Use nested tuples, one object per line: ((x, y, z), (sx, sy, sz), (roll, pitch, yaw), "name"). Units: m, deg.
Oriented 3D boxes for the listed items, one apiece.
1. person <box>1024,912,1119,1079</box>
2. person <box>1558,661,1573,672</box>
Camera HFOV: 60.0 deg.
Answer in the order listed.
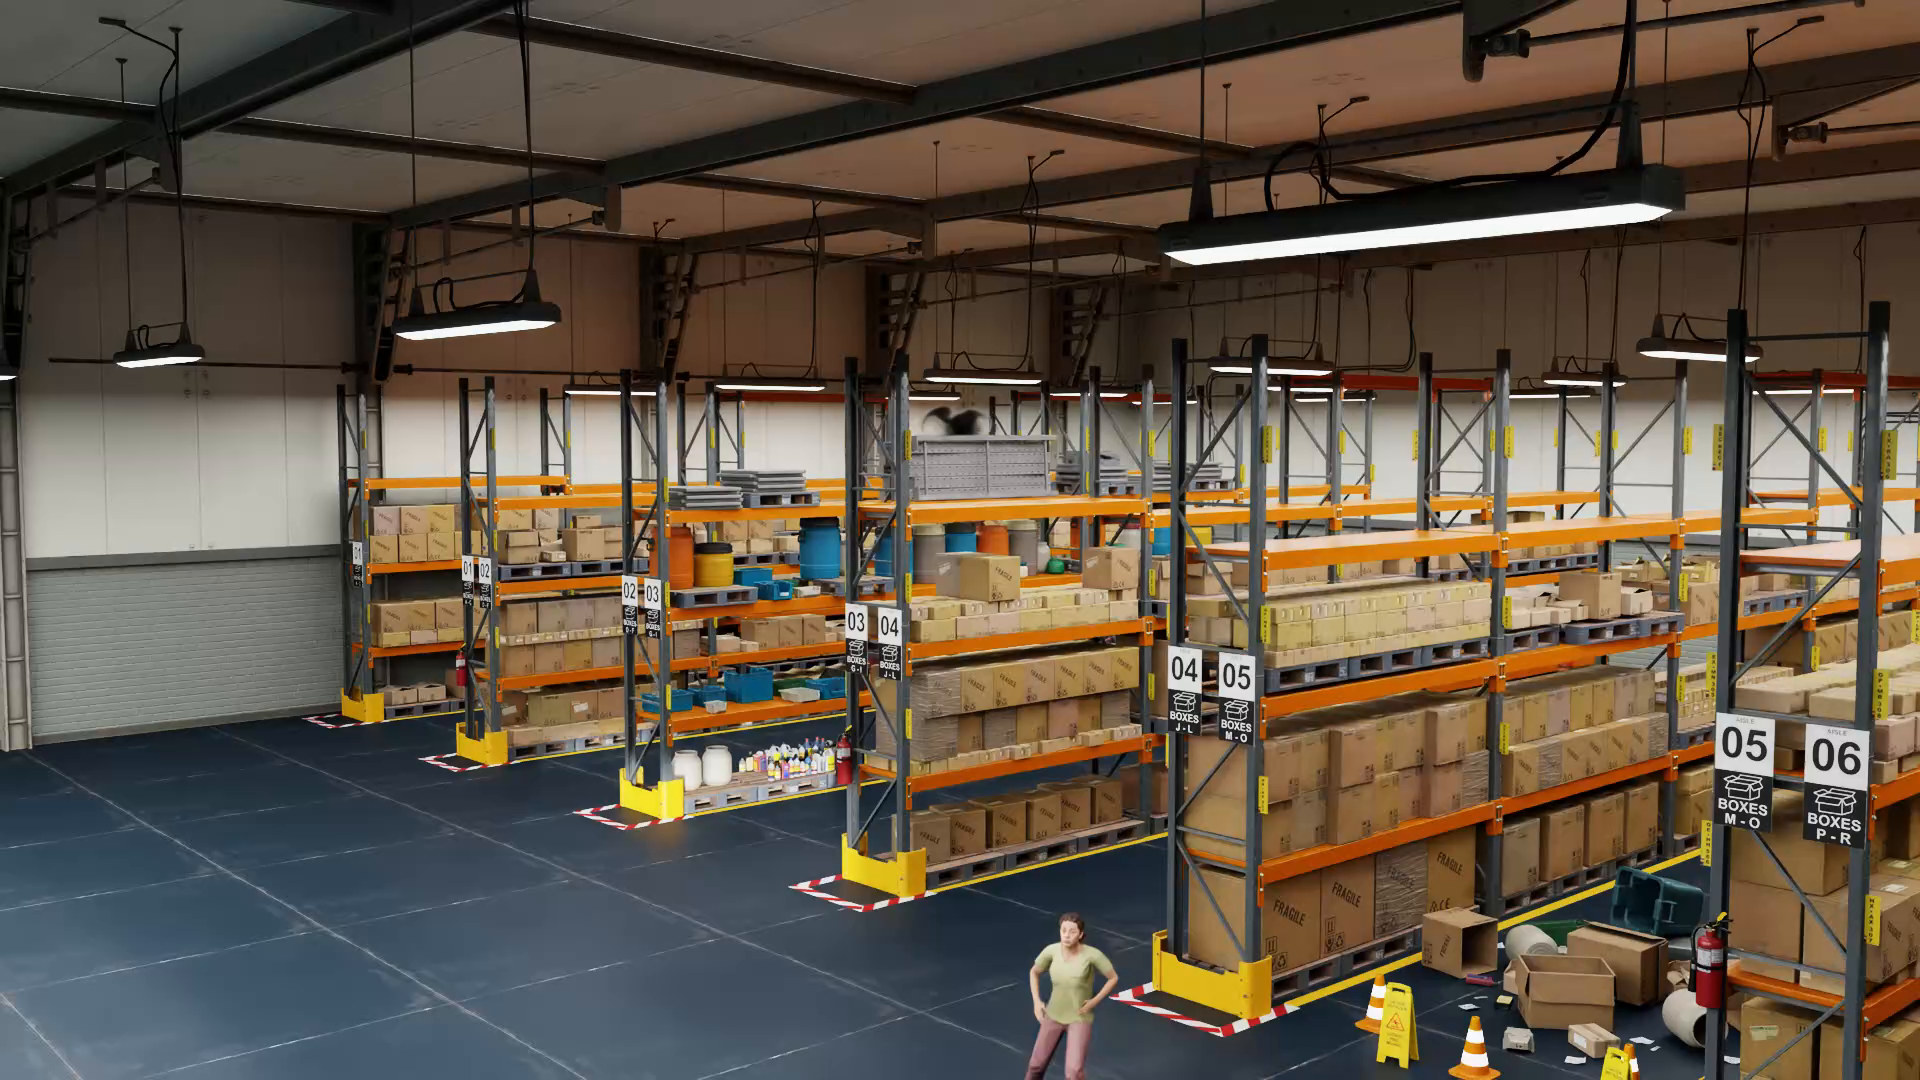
((0.765, 3.557, 12.314), (0.806, 1.665, 0.718), (1, 4, 17), "person")
((9.017, 2.644, 24.764), (0.685, 1.795, 0.865), (3, 5, 35), "person")
